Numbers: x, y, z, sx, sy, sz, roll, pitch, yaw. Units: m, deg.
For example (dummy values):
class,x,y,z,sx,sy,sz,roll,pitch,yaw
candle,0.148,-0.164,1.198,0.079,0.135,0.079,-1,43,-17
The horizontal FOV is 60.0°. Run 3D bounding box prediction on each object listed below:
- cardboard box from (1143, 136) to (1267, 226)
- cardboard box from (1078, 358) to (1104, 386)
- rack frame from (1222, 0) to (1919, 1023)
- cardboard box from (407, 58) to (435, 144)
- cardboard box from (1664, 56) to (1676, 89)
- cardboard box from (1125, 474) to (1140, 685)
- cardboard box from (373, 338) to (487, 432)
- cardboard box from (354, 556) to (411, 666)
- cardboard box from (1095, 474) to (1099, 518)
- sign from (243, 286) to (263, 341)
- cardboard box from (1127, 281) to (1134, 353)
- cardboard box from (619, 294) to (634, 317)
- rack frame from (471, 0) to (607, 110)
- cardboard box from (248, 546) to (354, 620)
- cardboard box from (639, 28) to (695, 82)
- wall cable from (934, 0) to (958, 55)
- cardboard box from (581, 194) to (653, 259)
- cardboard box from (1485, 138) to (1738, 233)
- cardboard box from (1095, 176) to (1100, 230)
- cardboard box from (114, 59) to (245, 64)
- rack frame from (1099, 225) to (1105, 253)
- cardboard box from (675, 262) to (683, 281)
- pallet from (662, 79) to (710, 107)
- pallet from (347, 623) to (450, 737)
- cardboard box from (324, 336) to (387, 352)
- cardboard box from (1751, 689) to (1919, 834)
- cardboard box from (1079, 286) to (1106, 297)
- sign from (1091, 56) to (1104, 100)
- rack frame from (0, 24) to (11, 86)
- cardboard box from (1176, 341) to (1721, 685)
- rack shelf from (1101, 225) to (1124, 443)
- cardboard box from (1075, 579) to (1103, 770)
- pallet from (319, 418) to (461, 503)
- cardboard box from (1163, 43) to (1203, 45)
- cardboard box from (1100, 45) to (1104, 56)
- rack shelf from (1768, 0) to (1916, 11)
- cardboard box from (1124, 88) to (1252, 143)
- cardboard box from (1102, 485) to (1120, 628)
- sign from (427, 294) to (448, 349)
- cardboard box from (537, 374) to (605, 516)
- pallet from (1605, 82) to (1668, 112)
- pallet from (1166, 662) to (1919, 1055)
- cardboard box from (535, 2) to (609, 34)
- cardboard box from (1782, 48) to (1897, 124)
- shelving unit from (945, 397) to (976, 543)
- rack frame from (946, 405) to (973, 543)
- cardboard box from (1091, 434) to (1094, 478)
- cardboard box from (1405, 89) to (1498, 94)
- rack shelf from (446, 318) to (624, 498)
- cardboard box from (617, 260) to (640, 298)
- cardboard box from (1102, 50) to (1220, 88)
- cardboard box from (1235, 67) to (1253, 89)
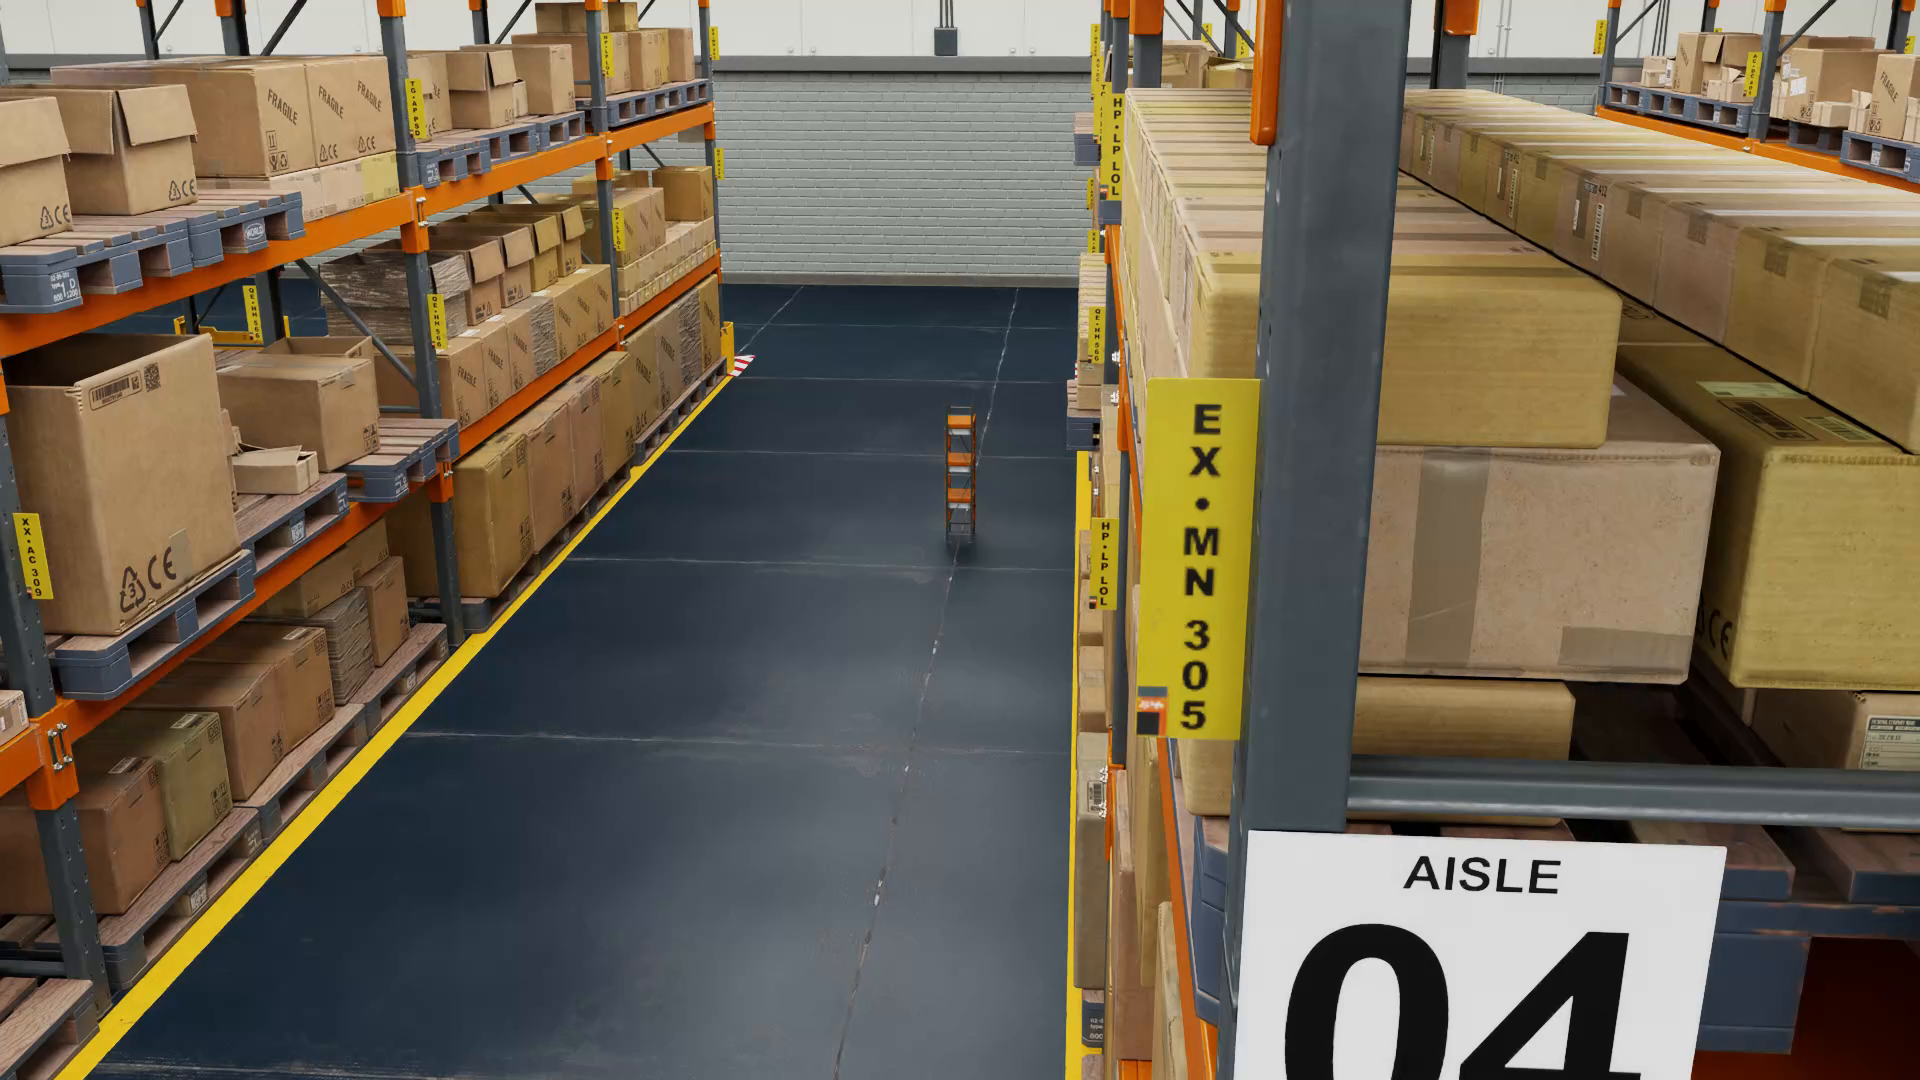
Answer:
class,x,y,z,sx,sy,sz,roll,pitch,yaw
cardboard box,0.541,-0.672,3.127,0.380,0.149,0.250,1,18,4
cardboard box,0.901,-1.024,9.981,0.380,0.149,0.250,2,18,5
rack frame,0.746,-1.005,1.038,1.000,3.000,0.127,1,18,4
cardboard box,-3.649,-2.646,10.023,0.797,0.503,0.637,2,18,7
cardboard box,6.680,-4.210,14.946,0.500,0.311,0.500,2,18,5
cardboard box,0.972,0.133,5.224,0.875,0.550,0.550,1,18,4
cardboard box,-3.314,-0.973,10.415,0.500,0.500,0.500,2,18,6
cardboard box,-3.649,0.407,9.672,0.700,0.500,0.500,0,18,1
cardboard box,1.107,-0.225,10.428,0.500,0.250,0.500,1,18,3
sign,-4.174,-1.342,9.843,0.100,0.325,0.005,1,18,4
cardboard box,0.596,-0.528,3.968,0.380,0.149,0.250,1,18,3
cardboard box,-2.981,-1.988,14.076,0.380,0.149,0.250,1,18,4
rack frame,-3.334,-4.874,12.845,1.000,3.000,0.127,1,18,4
cardboard box,-3.667,0.216,9.052,0.500,0.250,0.500,3,18,10
cardboard box,-3.031,-4.823,16.511,0.700,0.500,0.500,0,18,1
wall cable,0.796,-9.324,21.261,2.277,5.999,0.120,1,18,4
cardboard box,-3.002,-2.745,14.543,0.500,0.500,0.500,1,18,4
cardboard box,1.198,-0.657,3.081,0.380,0.149,0.250,2,18,5
cardboard box,1.370,-2.697,13.592,0.500,0.500,0.500,1,18,2
cardboard box,-3.951,-2.193,8.519,0.500,0.500,0.500,1,18,4
rack frame,1.606,-1.881,13.346,1.000,3.000,0.127,1,18,4
cardboard box,-2.854,-2.553,15.801,0.380,0.149,0.250,2,18,5
pallet,-3.090,-4.418,16.414,1.003,0.211,1.213,1,18,4
pallet,-3.678,0.787,9.682,1.003,0.211,1.213,1,18,4
cardboard box,-3.832,-0.987,10.457,0.500,0.500,0.500,2,18,6
cardboard box,1.090,0.194,1.766,0.380,0.149,0.250,1,18,4
cardboard box,1.012,-1.646,11.403,0.380,0.149,0.250,2,18,6
sign,1.064,-3.562,12.828,0.100,0.325,0.005,1,18,4
rack frame,-8.274,-4.984,13.183,1.000,3.000,0.127,1,18,4
cardboard box,0.502,-0.055,1.884,0.500,0.250,0.500,2,18,5
rack shelf,1.176,-1.101,7.304,1.077,0.370,4.000,1,18,4
cardboard box,1.127,0.690,8.439,1.050,0.750,0.750,2,18,5
pallet,-3.565,-0.466,9.335,1.213,0.211,1.003,1,18,4
cardboard box,2.040,-4.479,15.254,0.380,0.149,0.250,1,18,3
cardboard box,1.421,-4.247,14.546,0.380,0.149,0.250,1,18,3
rack shelf,6.407,-3.500,10.449,1.077,0.370,4.000,1,18,4
cardboard box,0.667,-1.223,4.808,0.380,0.149,0.250,1,18,4
cardboard box,0.876,0.074,7.218,0.500,0.500,0.500,1,18,4
sign,-3.079,-1.284,9.792,0.100,0.325,0.005,1,18,4
cardboard box,-3.423,-0.736,12.590,1.225,0.875,0.875,1,18,2
pallet,6.795,-4.197,15.739,1.003,0.211,1.213,1,18,4
pallet,0.789,0.232,2.222,1.003,0.211,1.213,1,18,4
cardboard box,-3.260,-4.391,13.990,0.500,0.250,0.500,0,18,0
cardboard box,6.198,-3.207,11.741,0.500,0.500,0.500,1,18,3
shelving unit,0.004,-0.516,12.310,0.215,1.050,0.252,1,18,4
rack frame,-0.005,-0.478,12.195,0.200,1.050,0.008,1,18,4
cardboard box,1.289,-0.669,12.987,0.500,0.500,0.500,2,18,6
cardboard box,1.324,-1.208,4.762,0.380,0.149,0.250,1,18,3
rack shelf,-3.477,-1.060,11.996,1.077,0.370,4.000,1,18,4
cardboard box,-3.039,-2.233,14.184,0.500,0.250,0.500,1,18,3
cardboard box,1.364,-3.078,11.342,0.797,0.503,0.637,1,18,3
cardboard box,1.474,-1.812,7.324,0.500,0.500,0.500,1,18,4
